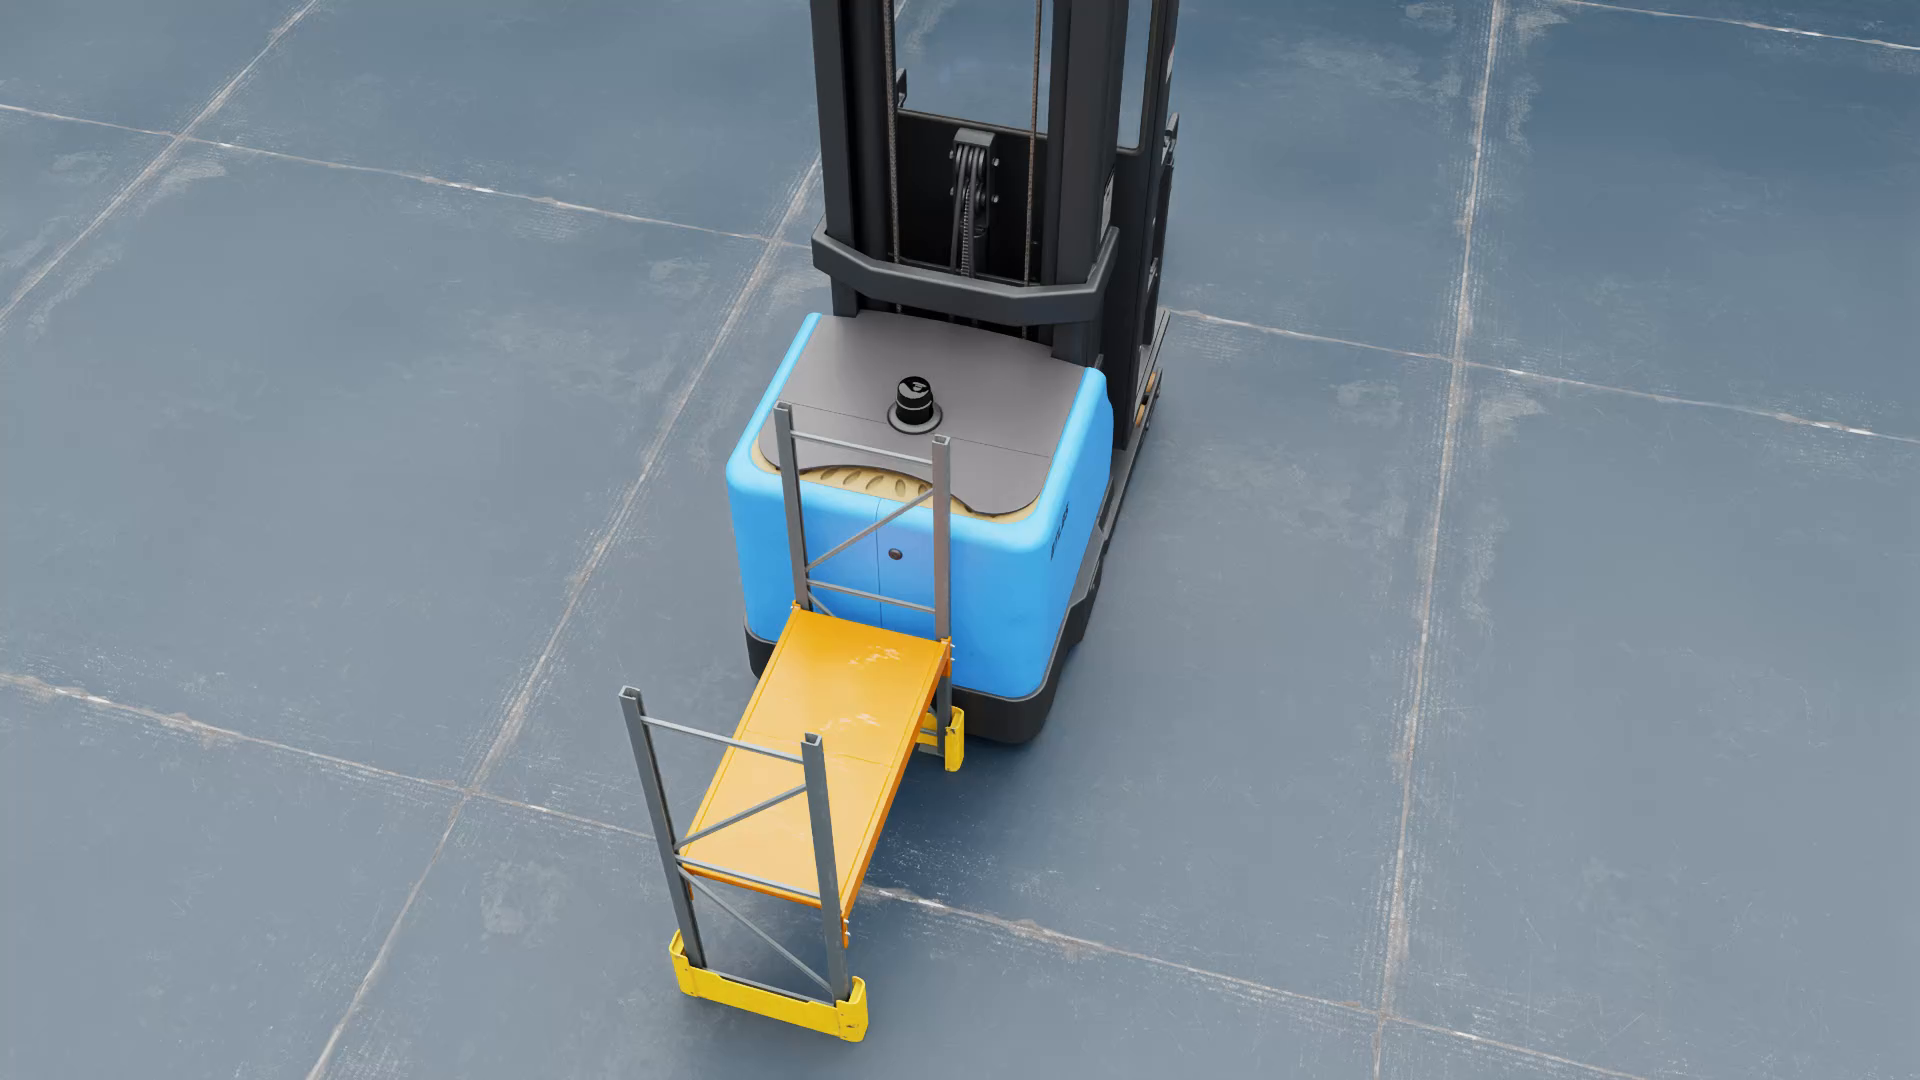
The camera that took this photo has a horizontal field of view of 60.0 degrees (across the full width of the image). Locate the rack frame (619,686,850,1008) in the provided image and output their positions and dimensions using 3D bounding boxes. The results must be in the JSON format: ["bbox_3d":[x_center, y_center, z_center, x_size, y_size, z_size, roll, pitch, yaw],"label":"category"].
[{"bbox_3d":[-0.563,0.906,4.450,0.500,1.500,0.032,13,50,11],"label":"rack frame"}]

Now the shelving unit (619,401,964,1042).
[{"bbox_3d":[-0.419,0.547,4.767,0.587,1.500,1.083,13,50,11],"label":"shelving unit"}]

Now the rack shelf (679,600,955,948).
[{"bbox_3d":[-0.417,0.660,4.907,0.538,0.185,1.000,13,50,11],"label":"rack shelf"}]

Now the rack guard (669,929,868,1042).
[{"bbox_3d":[-0.563,1.318,4.920,0.587,0.250,0.087,13,50,11],"label":"rack guard"}]

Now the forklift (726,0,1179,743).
[{"bbox_3d":[0.180,-1.423,5.551,1.130,2.935,3.031,13,50,11],"label":"forklift"}]

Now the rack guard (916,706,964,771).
[{"bbox_3d":[-0.276,0.603,5.551,0.587,0.250,0.087,13,50,11],"label":"rack guard"}]

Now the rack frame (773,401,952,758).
[{"bbox_3d":[-0.270,0.176,5.095,0.500,1.500,0.032,13,50,11],"label":"rack frame"}]
